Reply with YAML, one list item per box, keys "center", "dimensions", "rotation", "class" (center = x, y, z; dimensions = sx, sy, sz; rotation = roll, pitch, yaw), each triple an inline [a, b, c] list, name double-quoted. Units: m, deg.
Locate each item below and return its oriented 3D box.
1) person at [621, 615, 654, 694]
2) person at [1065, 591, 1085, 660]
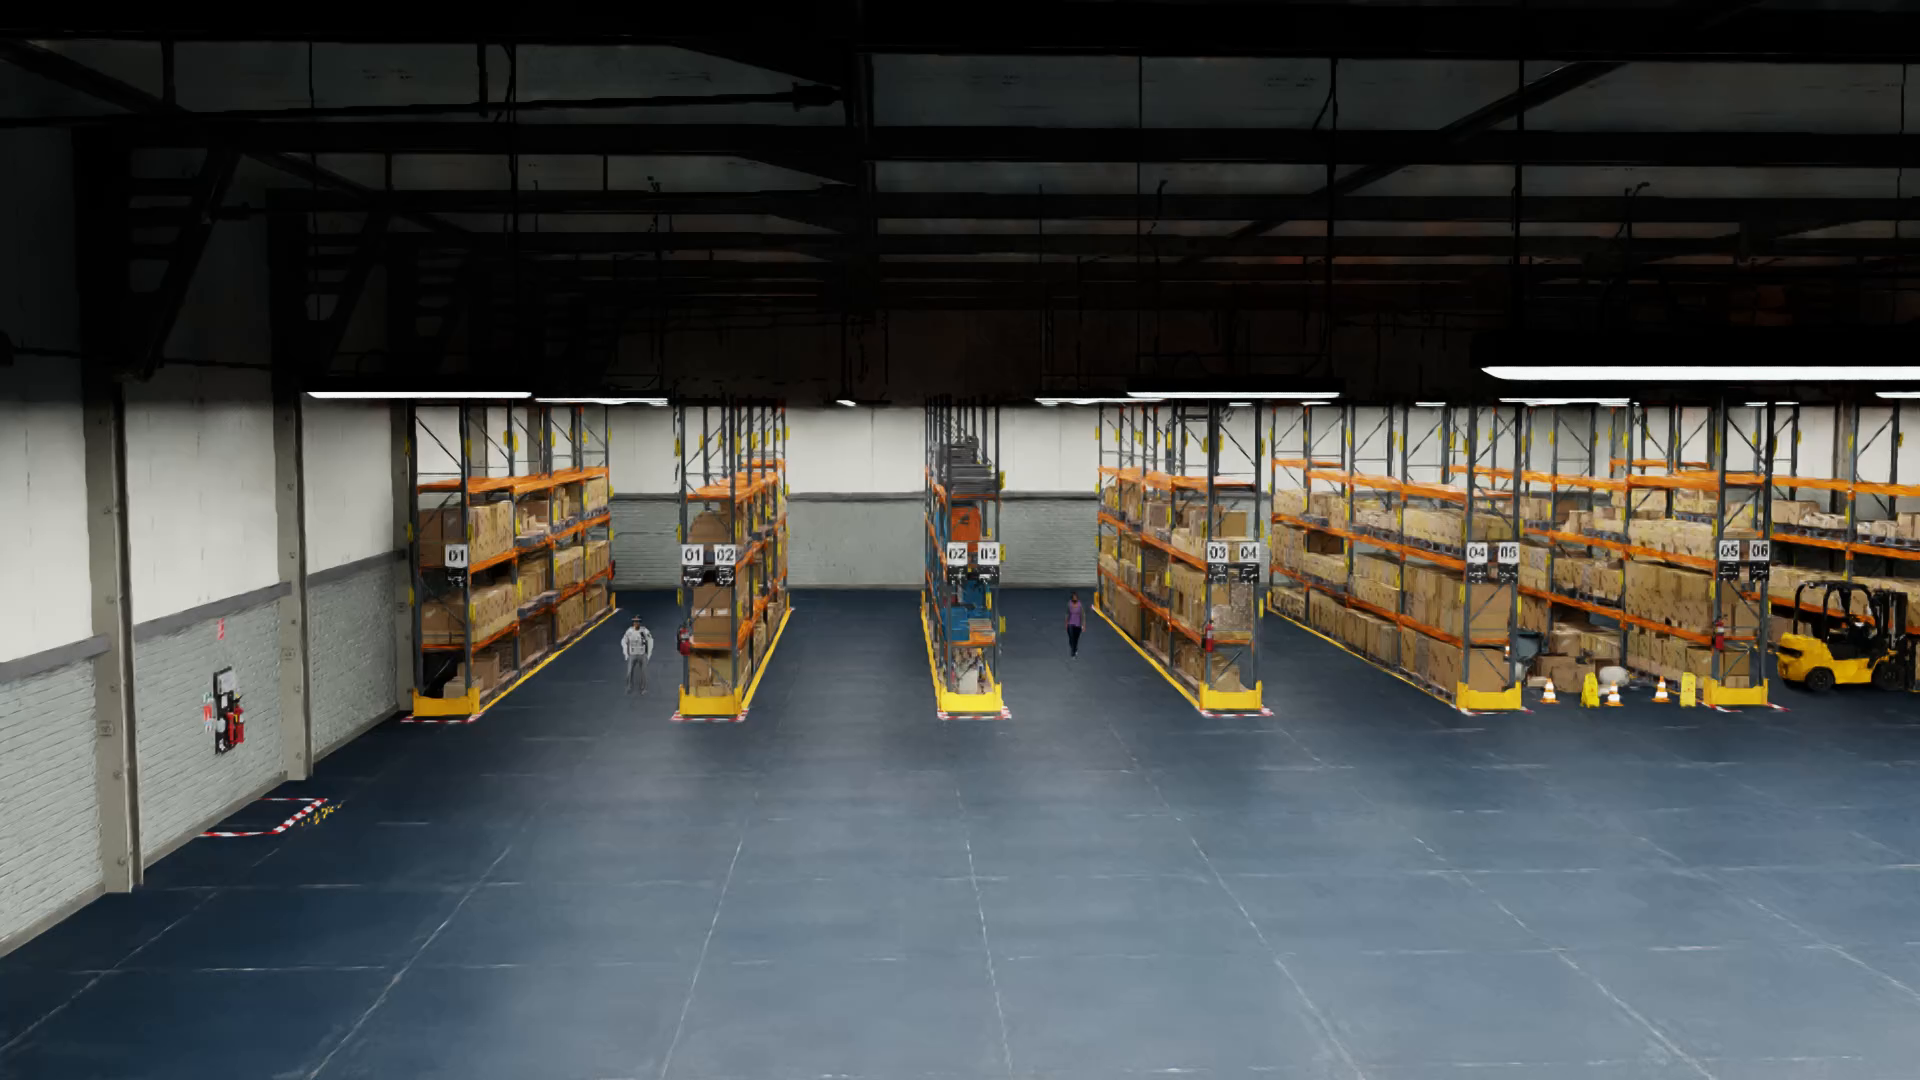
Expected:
- center: [-6.458, 2.285, 33.308]
  dimensions: [0.639, 1.632, 0.512]
  rotation: [0, 5, -5]
  class: "person"
- center: [2.645, 1.944, 38.092]
  dimensions: [0.430, 1.524, 0.948]
  rotation: [0, 5, -4]
  class: "person"
